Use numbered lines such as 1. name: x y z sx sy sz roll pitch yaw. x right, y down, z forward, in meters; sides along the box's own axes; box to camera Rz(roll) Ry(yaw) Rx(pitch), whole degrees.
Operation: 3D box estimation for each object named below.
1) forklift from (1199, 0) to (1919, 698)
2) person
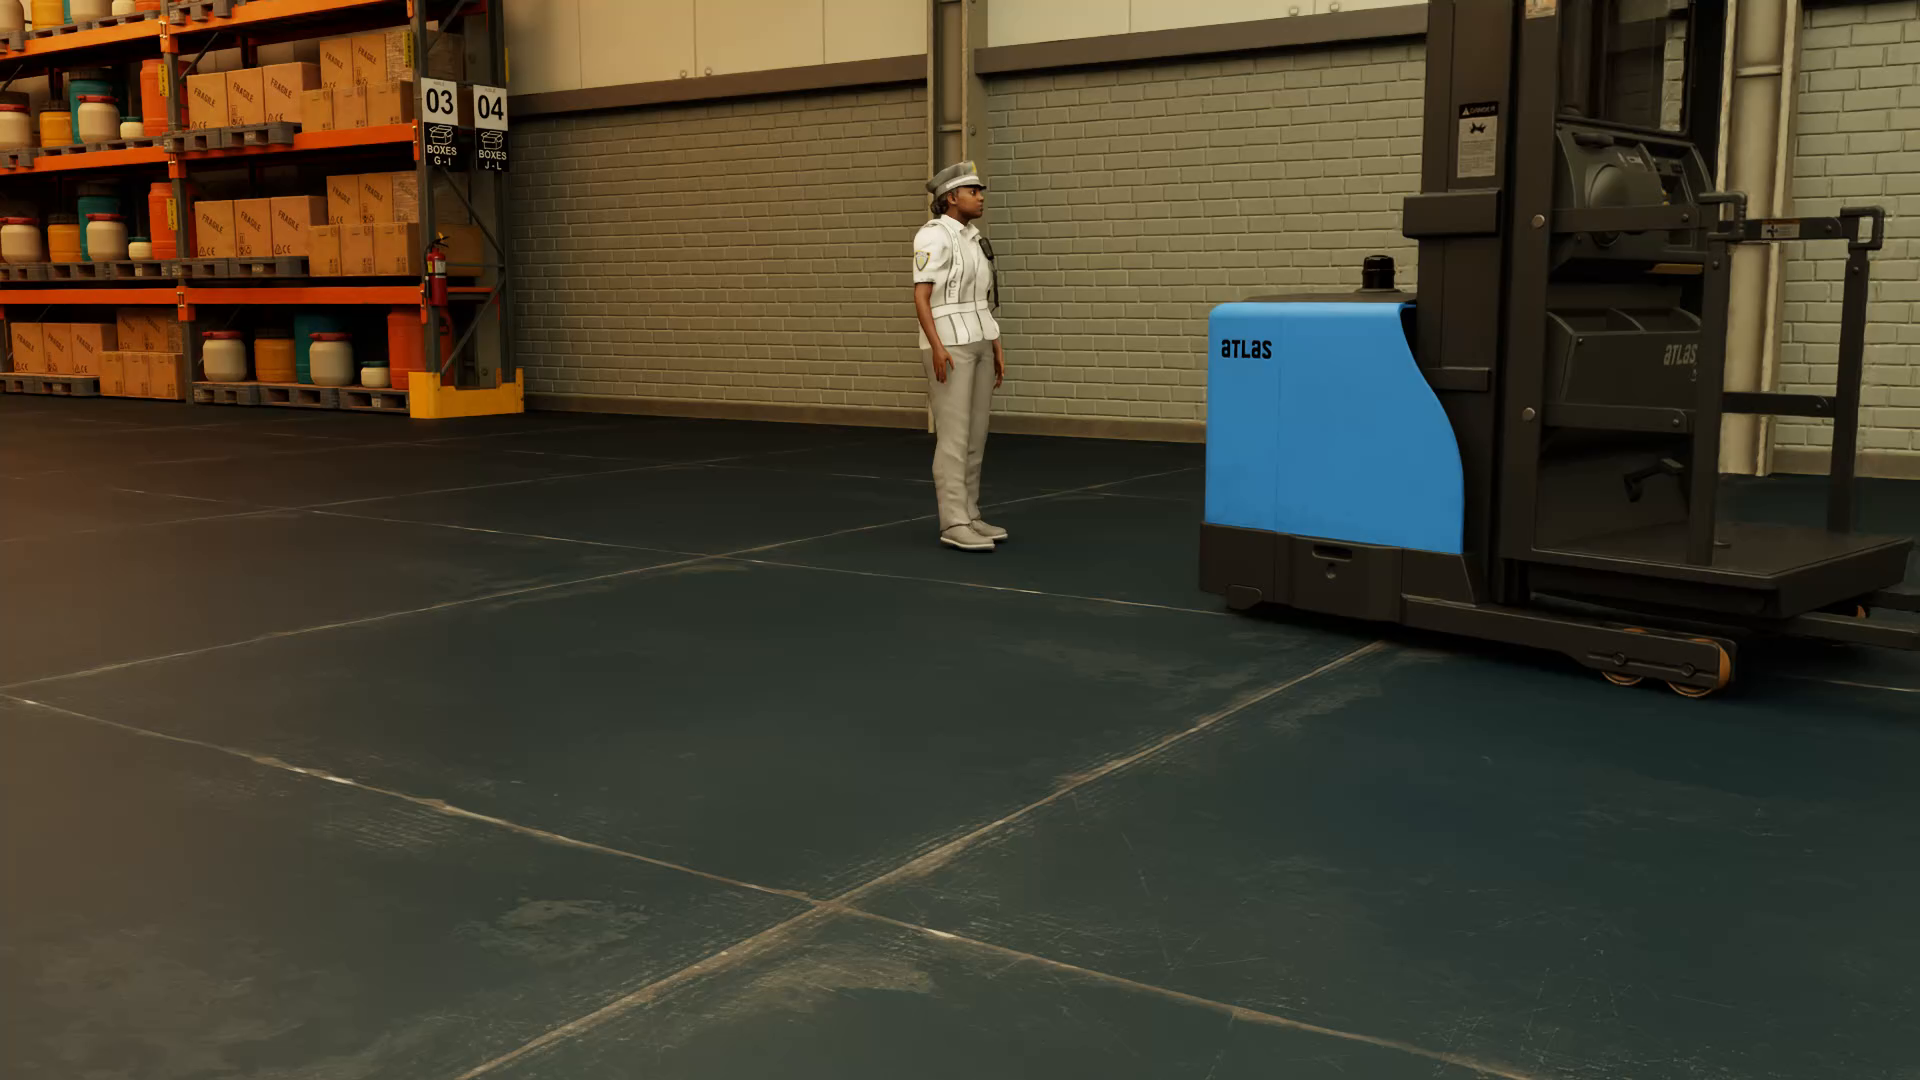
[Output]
1. forklift: 2.208 -1.099 4.921 1.130 2.935 3.031 -7 11 -42
2. person: 0.051 -0.838 7.425 0.530 1.695 0.569 5 10 34
